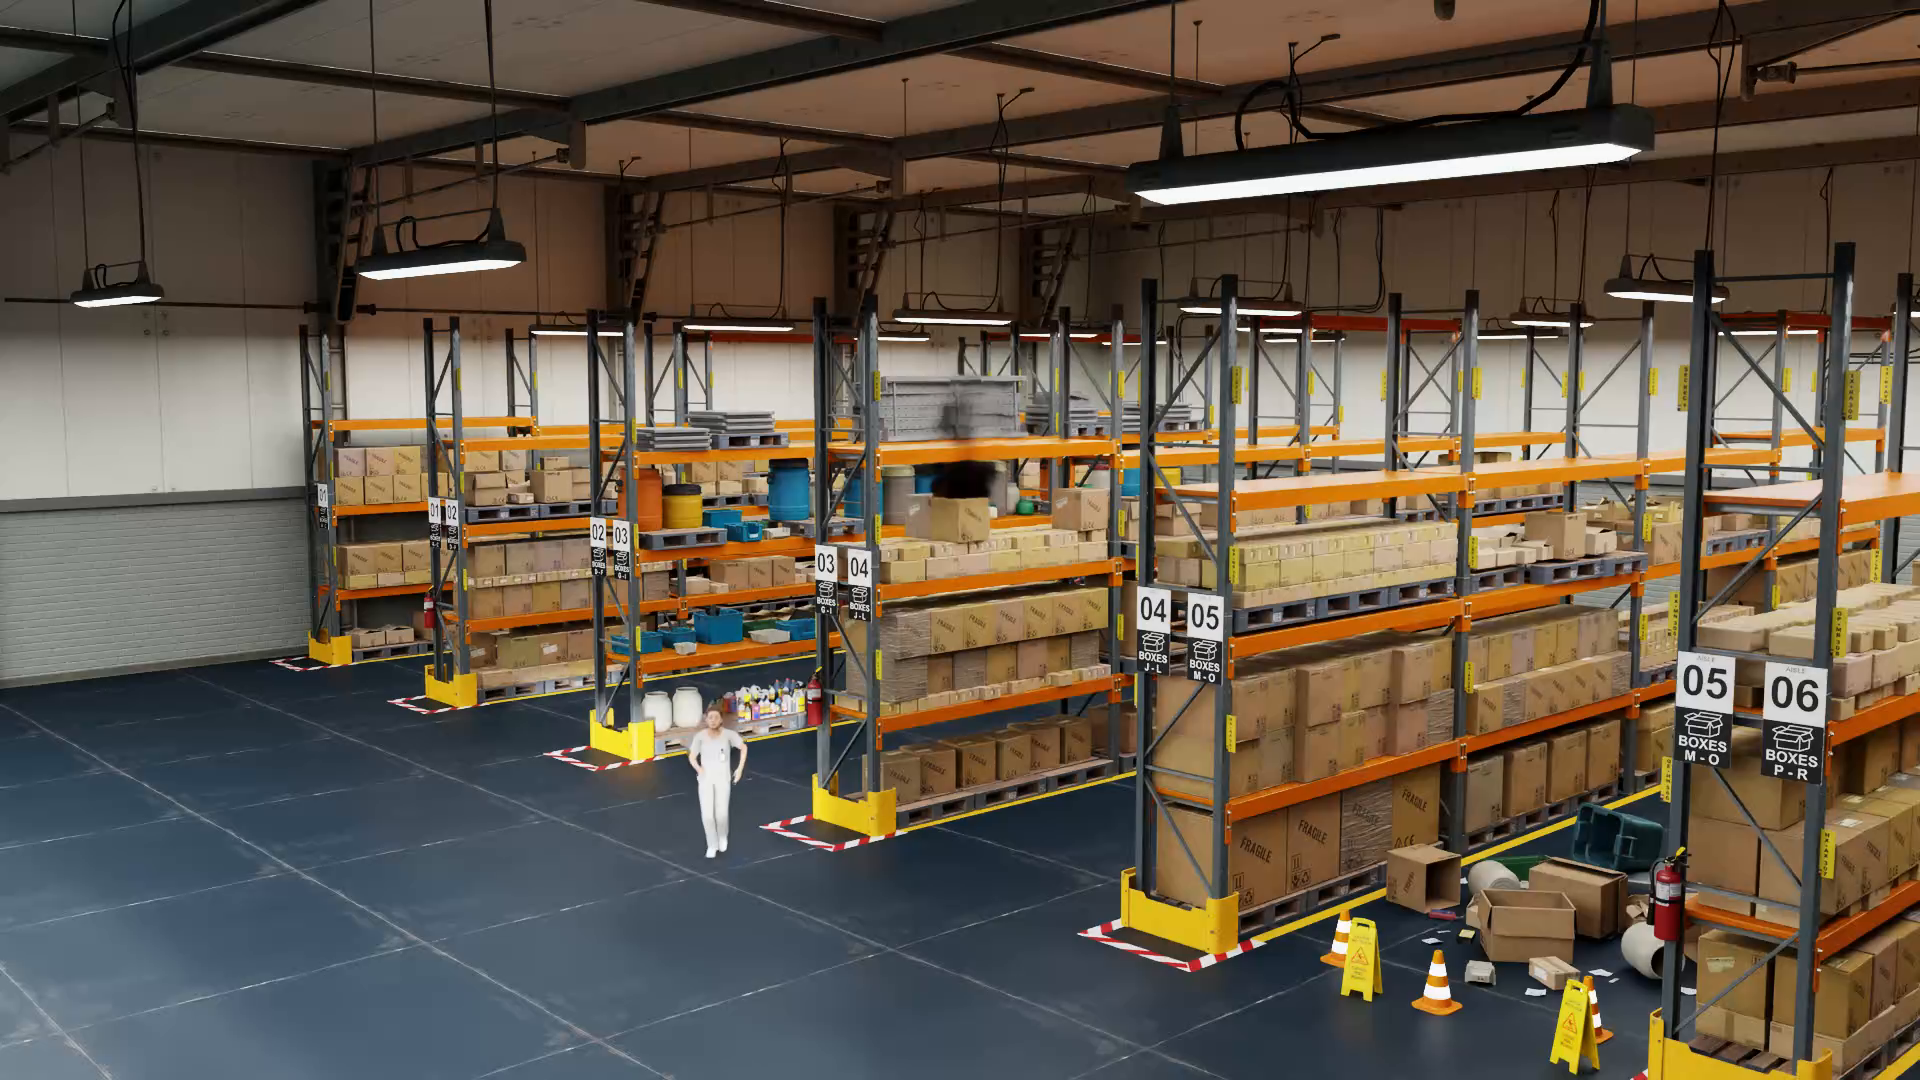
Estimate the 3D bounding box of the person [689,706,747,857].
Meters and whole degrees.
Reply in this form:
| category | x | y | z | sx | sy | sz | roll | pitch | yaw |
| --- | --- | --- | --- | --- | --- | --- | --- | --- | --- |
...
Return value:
| category | x | y | z | sx | sy | sz | roll | pitch | yaw |
| --- | --- | --- | --- | --- | --- | --- | --- | --- | --- |
| person | -2.577 | 2.575 | 17.657 | 0.603 | 1.637 | 0.578 | 0 | 6 | -3 |
